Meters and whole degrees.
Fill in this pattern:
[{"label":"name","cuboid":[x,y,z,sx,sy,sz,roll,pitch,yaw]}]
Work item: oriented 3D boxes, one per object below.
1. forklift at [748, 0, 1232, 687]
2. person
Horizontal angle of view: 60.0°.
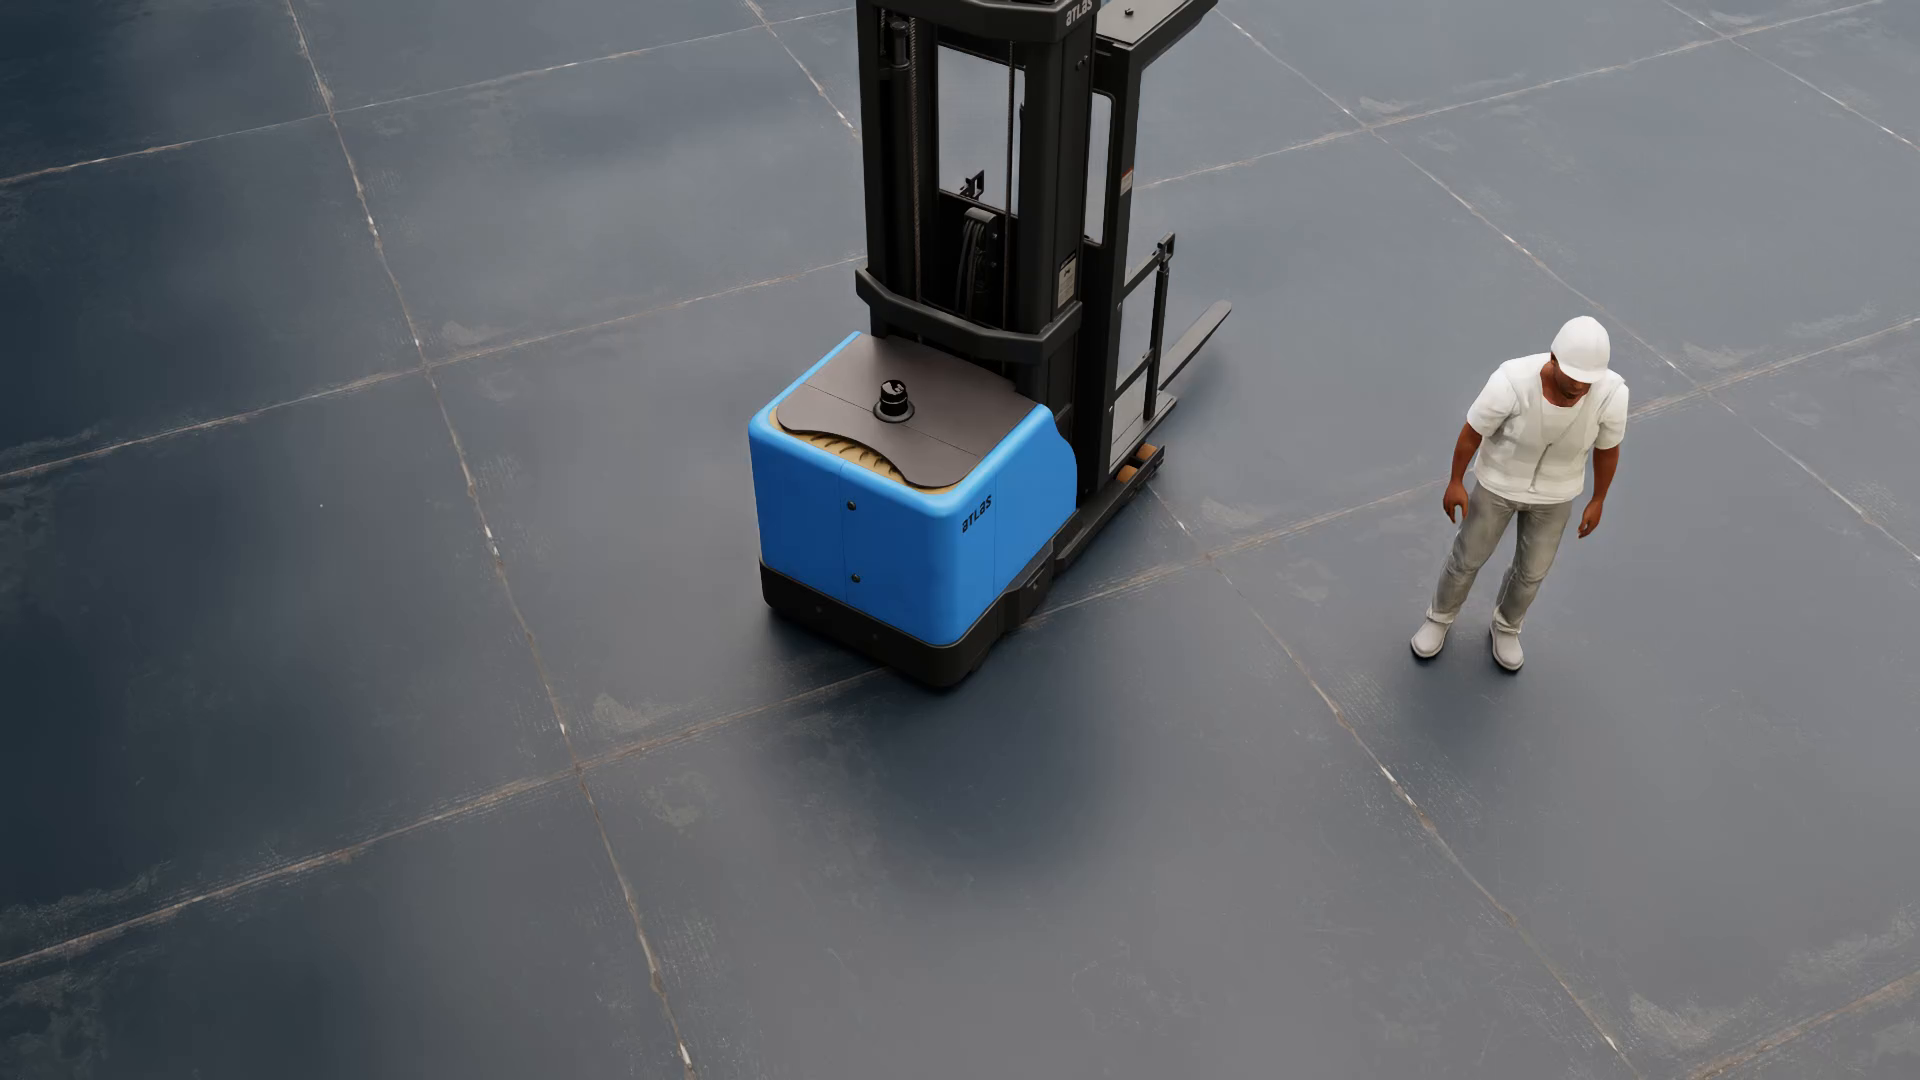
[{"label":"forklift","cuboid":[0.342,-1.428,7.211,1.130,2.935,3.031,24,48,24]},{"label":"person","cuboid":[2.298,-0.195,6.750,0.635,1.760,0.458,8,44,8]}]
